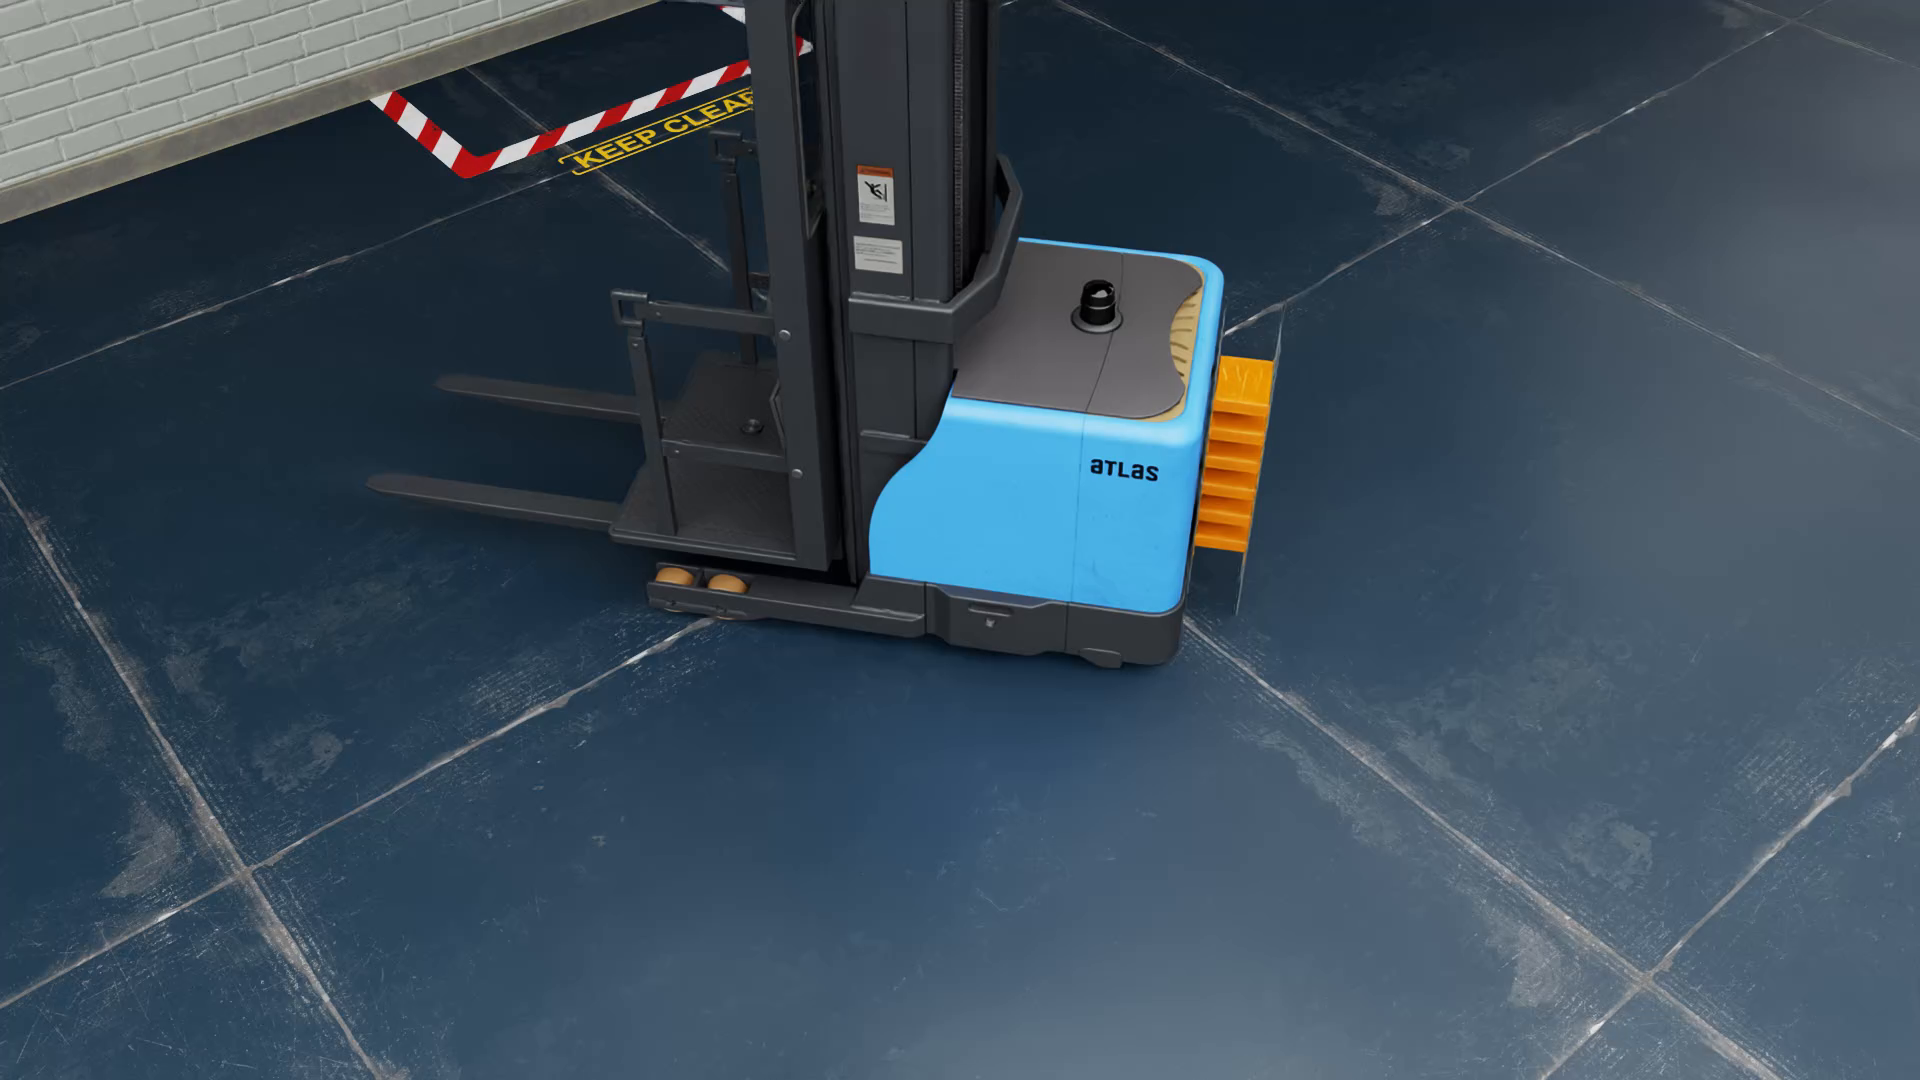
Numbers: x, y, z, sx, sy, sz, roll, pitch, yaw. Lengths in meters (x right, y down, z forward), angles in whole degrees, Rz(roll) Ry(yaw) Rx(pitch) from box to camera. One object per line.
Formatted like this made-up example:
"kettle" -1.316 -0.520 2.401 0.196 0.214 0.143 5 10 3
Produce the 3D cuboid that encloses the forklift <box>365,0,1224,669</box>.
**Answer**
"forklift" -0.650 -1.129 5.311 3.031 2.935 1.130 8 44 8

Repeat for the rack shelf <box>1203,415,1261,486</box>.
"rack shelf" 0.923 -0.311 5.595 0.180 0.103 0.258 8 44 8

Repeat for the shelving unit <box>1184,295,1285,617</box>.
"shelving unit" 0.923 -0.256 5.646 0.189 1.200 0.258 8 44 8

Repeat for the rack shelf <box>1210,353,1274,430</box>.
"rack shelf" 0.923 -0.486 5.430 0.180 0.103 0.258 8 44 8

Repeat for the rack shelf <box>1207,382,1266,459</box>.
"rack shelf" 0.923 -0.399 5.512 0.180 0.103 0.258 8 44 8

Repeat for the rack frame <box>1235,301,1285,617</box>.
"rack frame" 1.013 -0.244 5.633 0.006 1.200 0.240 8 44 8

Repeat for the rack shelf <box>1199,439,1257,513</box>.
"rack shelf" 0.923 -0.224 5.677 0.180 0.103 0.258 8 44 8

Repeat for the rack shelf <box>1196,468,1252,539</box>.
"rack shelf" 0.923 -0.136 5.759 0.180 0.103 0.258 8 44 8

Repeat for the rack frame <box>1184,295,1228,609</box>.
"rack frame" 0.834 -0.268 5.659 0.006 1.200 0.240 8 44 8

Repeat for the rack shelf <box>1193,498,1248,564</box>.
"rack shelf" 0.923 -0.049 5.841 0.180 0.103 0.258 8 44 8
